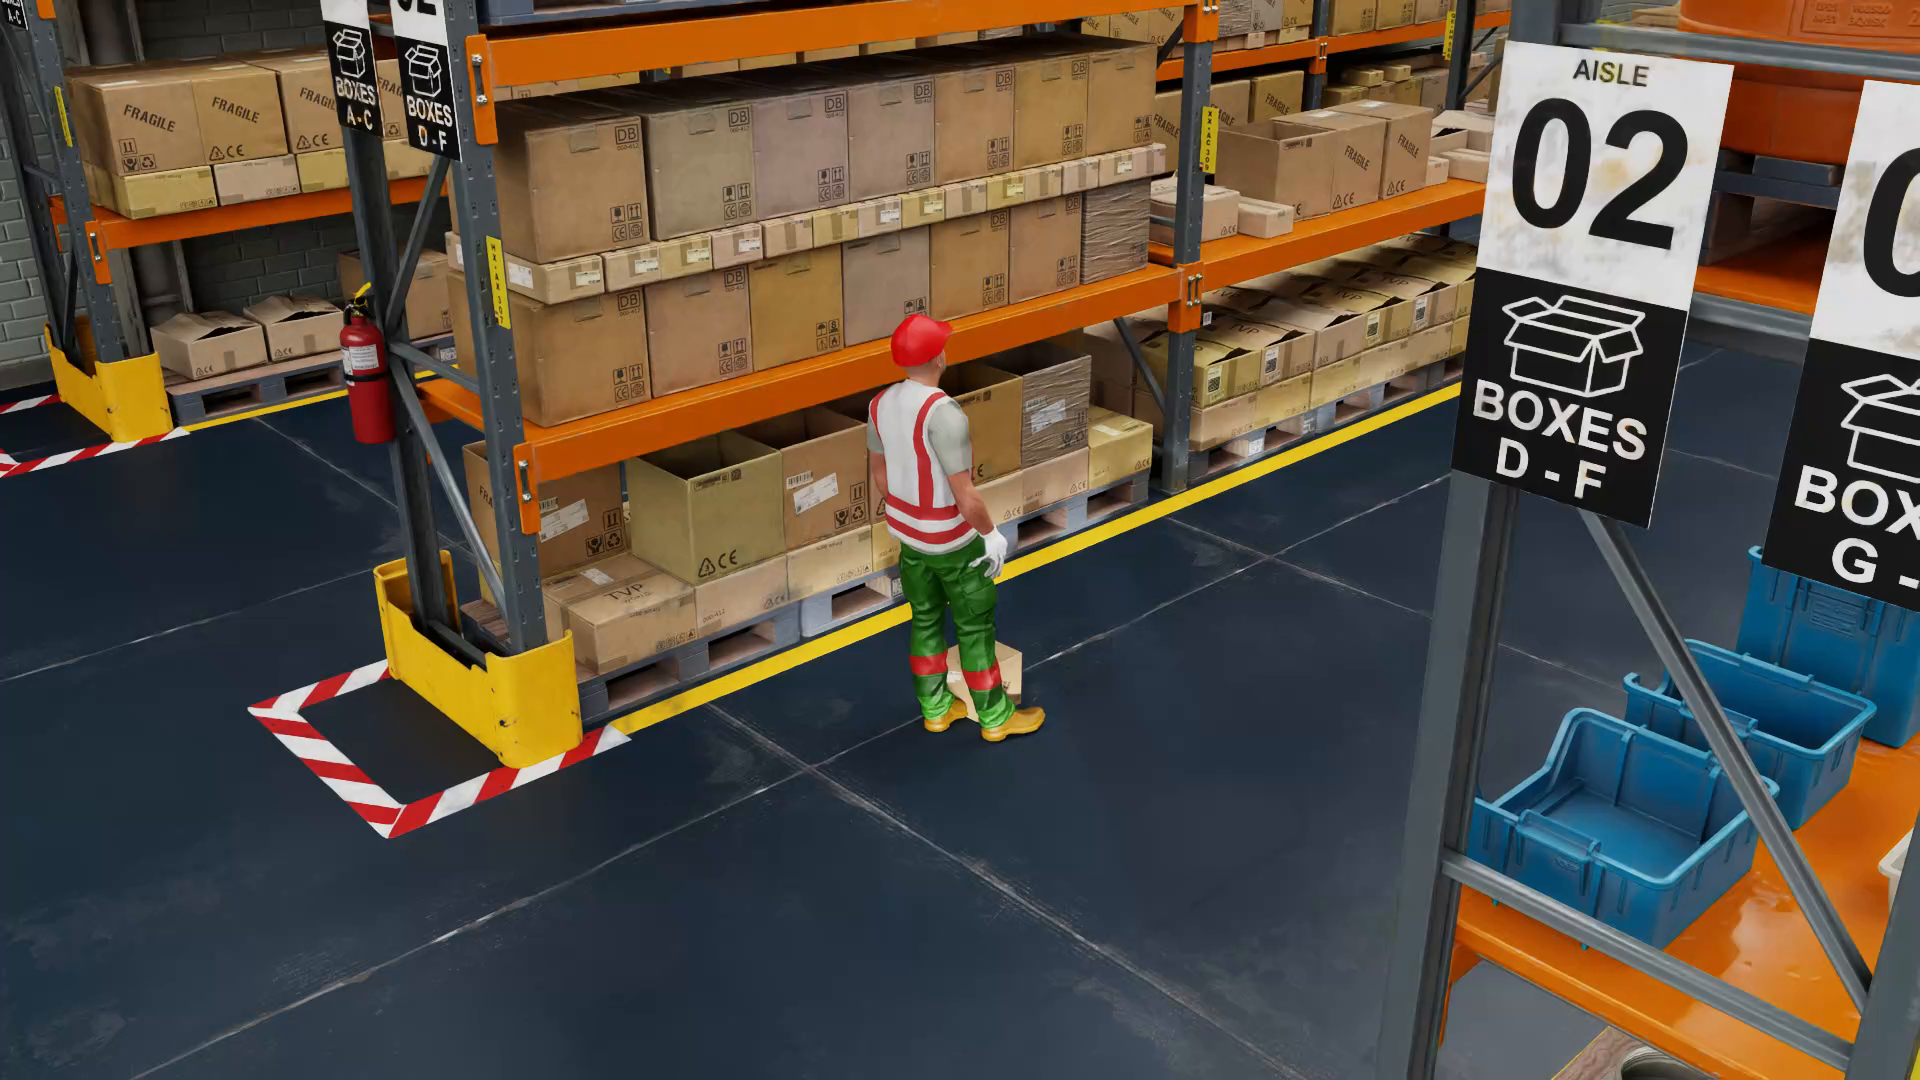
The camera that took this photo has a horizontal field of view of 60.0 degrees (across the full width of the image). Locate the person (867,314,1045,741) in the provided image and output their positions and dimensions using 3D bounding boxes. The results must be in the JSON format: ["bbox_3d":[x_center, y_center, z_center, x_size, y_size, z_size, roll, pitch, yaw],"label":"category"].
[{"bbox_3d":[-0.028,-0.053,6.667,0.563,1.789,0.638,-21,31,-39],"label":"person"}]
